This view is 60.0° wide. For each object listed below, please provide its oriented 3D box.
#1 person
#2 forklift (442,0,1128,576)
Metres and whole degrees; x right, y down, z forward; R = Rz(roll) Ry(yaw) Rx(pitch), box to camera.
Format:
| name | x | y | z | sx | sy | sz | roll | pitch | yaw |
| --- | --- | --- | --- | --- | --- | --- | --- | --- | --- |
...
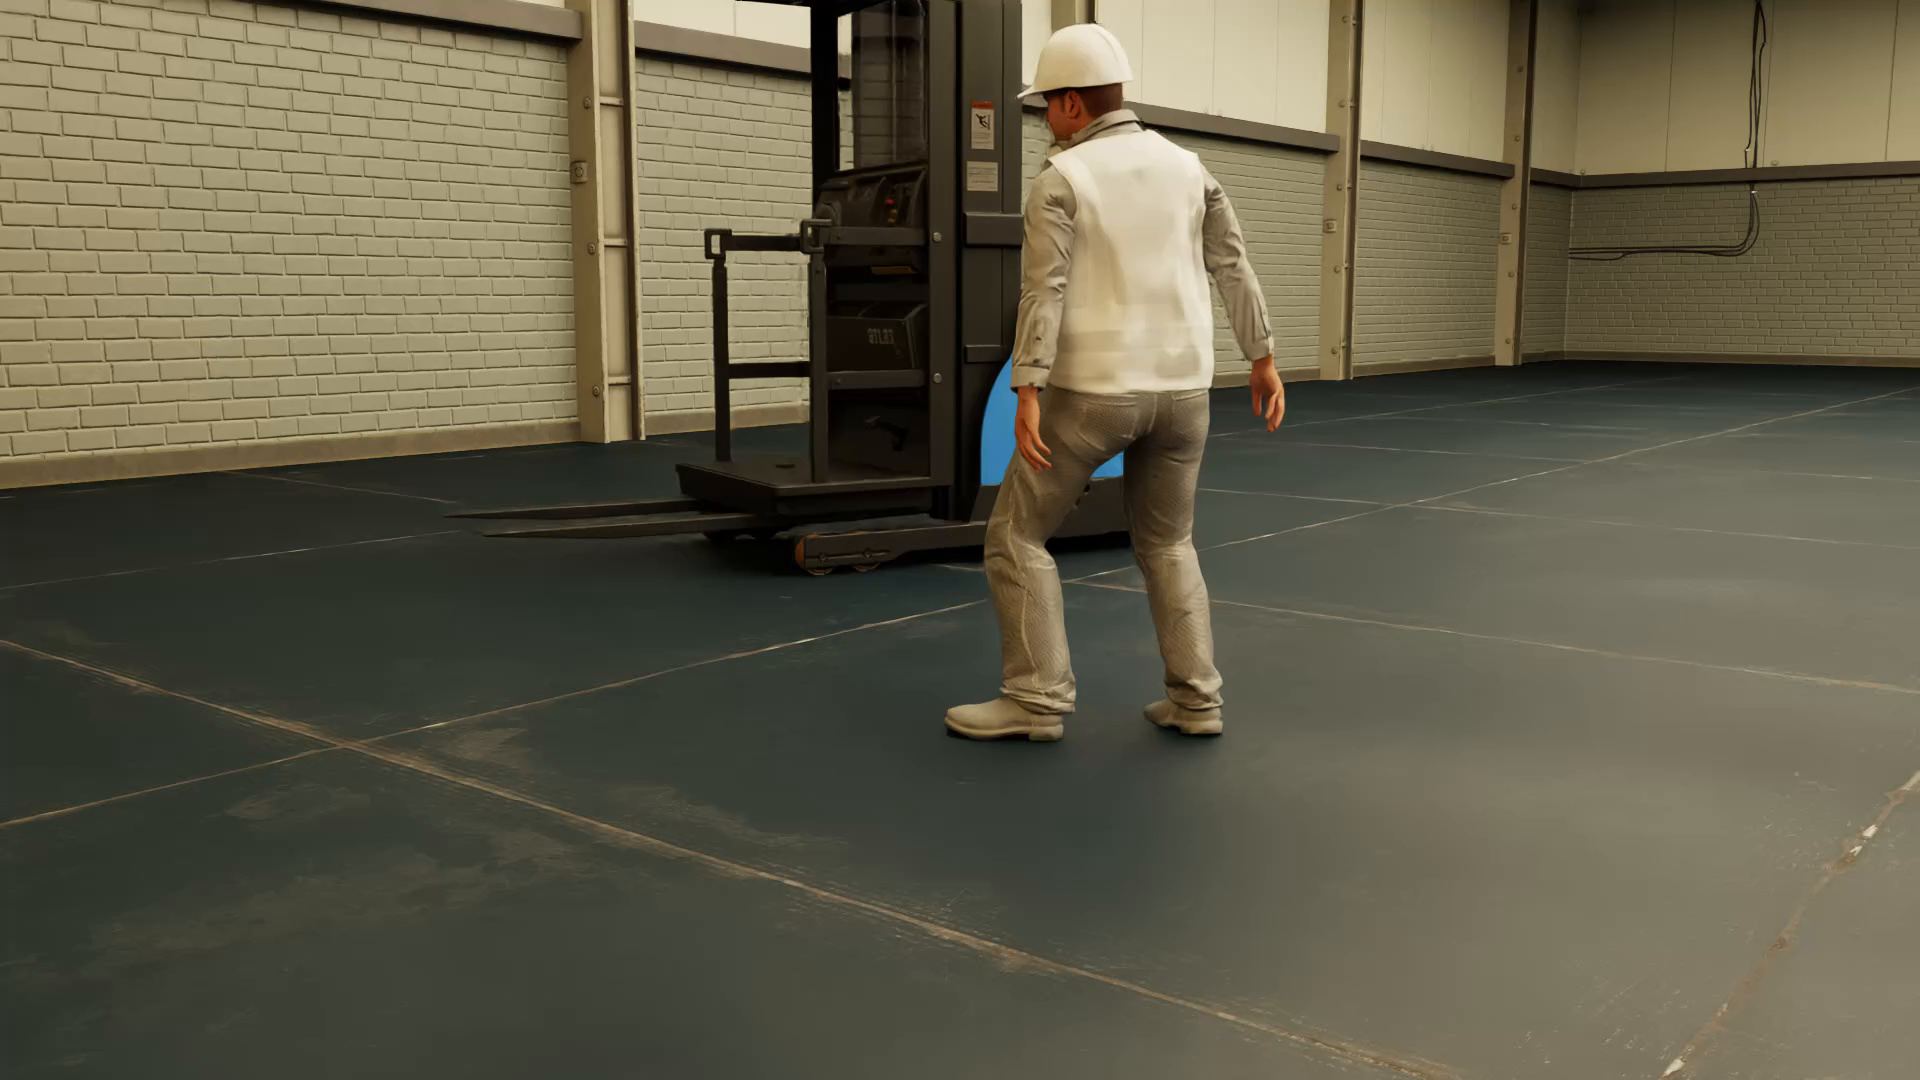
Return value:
| name | x | y | z | sx | sy | sz | roll | pitch | yaw |
| --- | --- | --- | --- | --- | --- | --- | --- | --- | --- |
| person | 0.391 | -0.376 | 4.107 | 0.867 | 1.743 | 0.468 | -3 | 9 | -22 |
| forklift | -0.562 | -1.397 | 6.832 | 3.031 | 2.935 | 1.130 | -5 | 10 | -30 |
